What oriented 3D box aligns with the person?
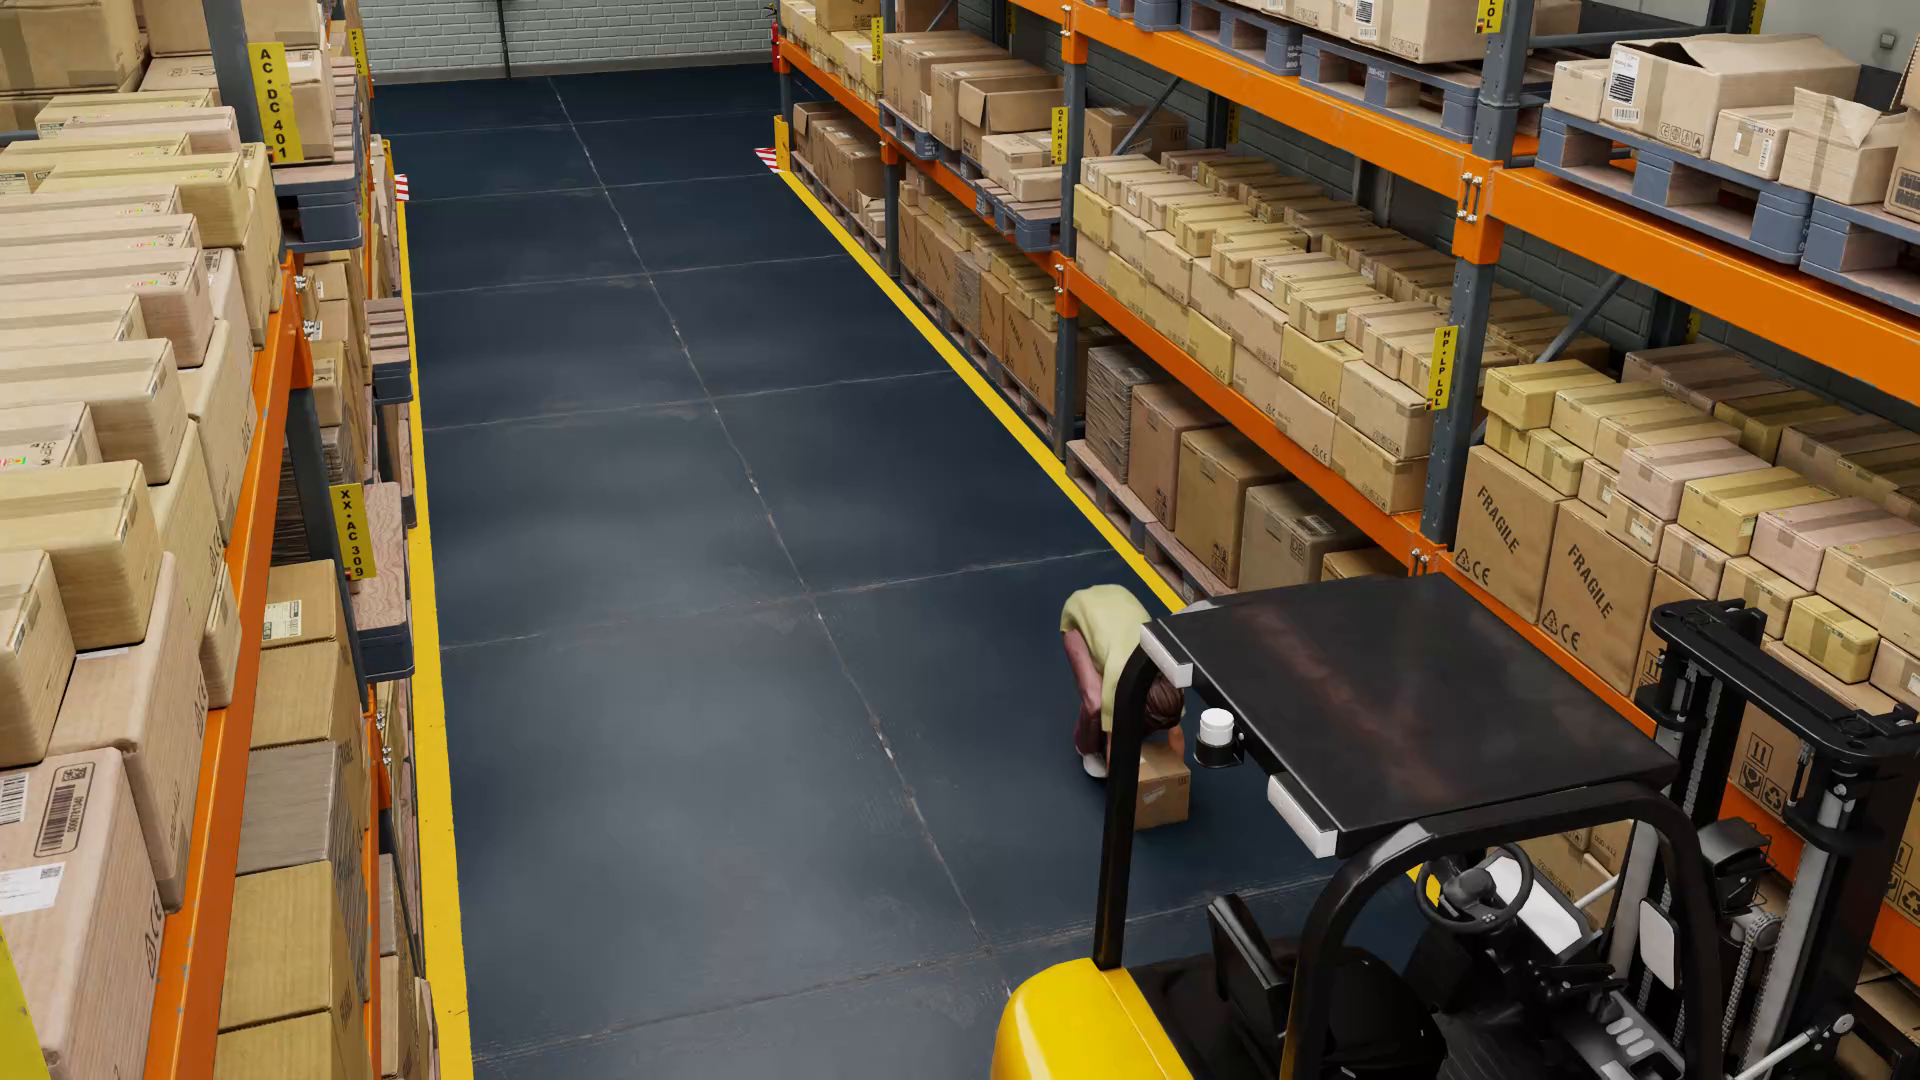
[{"bbox_3d":[0.733,0.708,7.260,0.468,0.758,0.860,-9,28,-18],"label":"person"}]
